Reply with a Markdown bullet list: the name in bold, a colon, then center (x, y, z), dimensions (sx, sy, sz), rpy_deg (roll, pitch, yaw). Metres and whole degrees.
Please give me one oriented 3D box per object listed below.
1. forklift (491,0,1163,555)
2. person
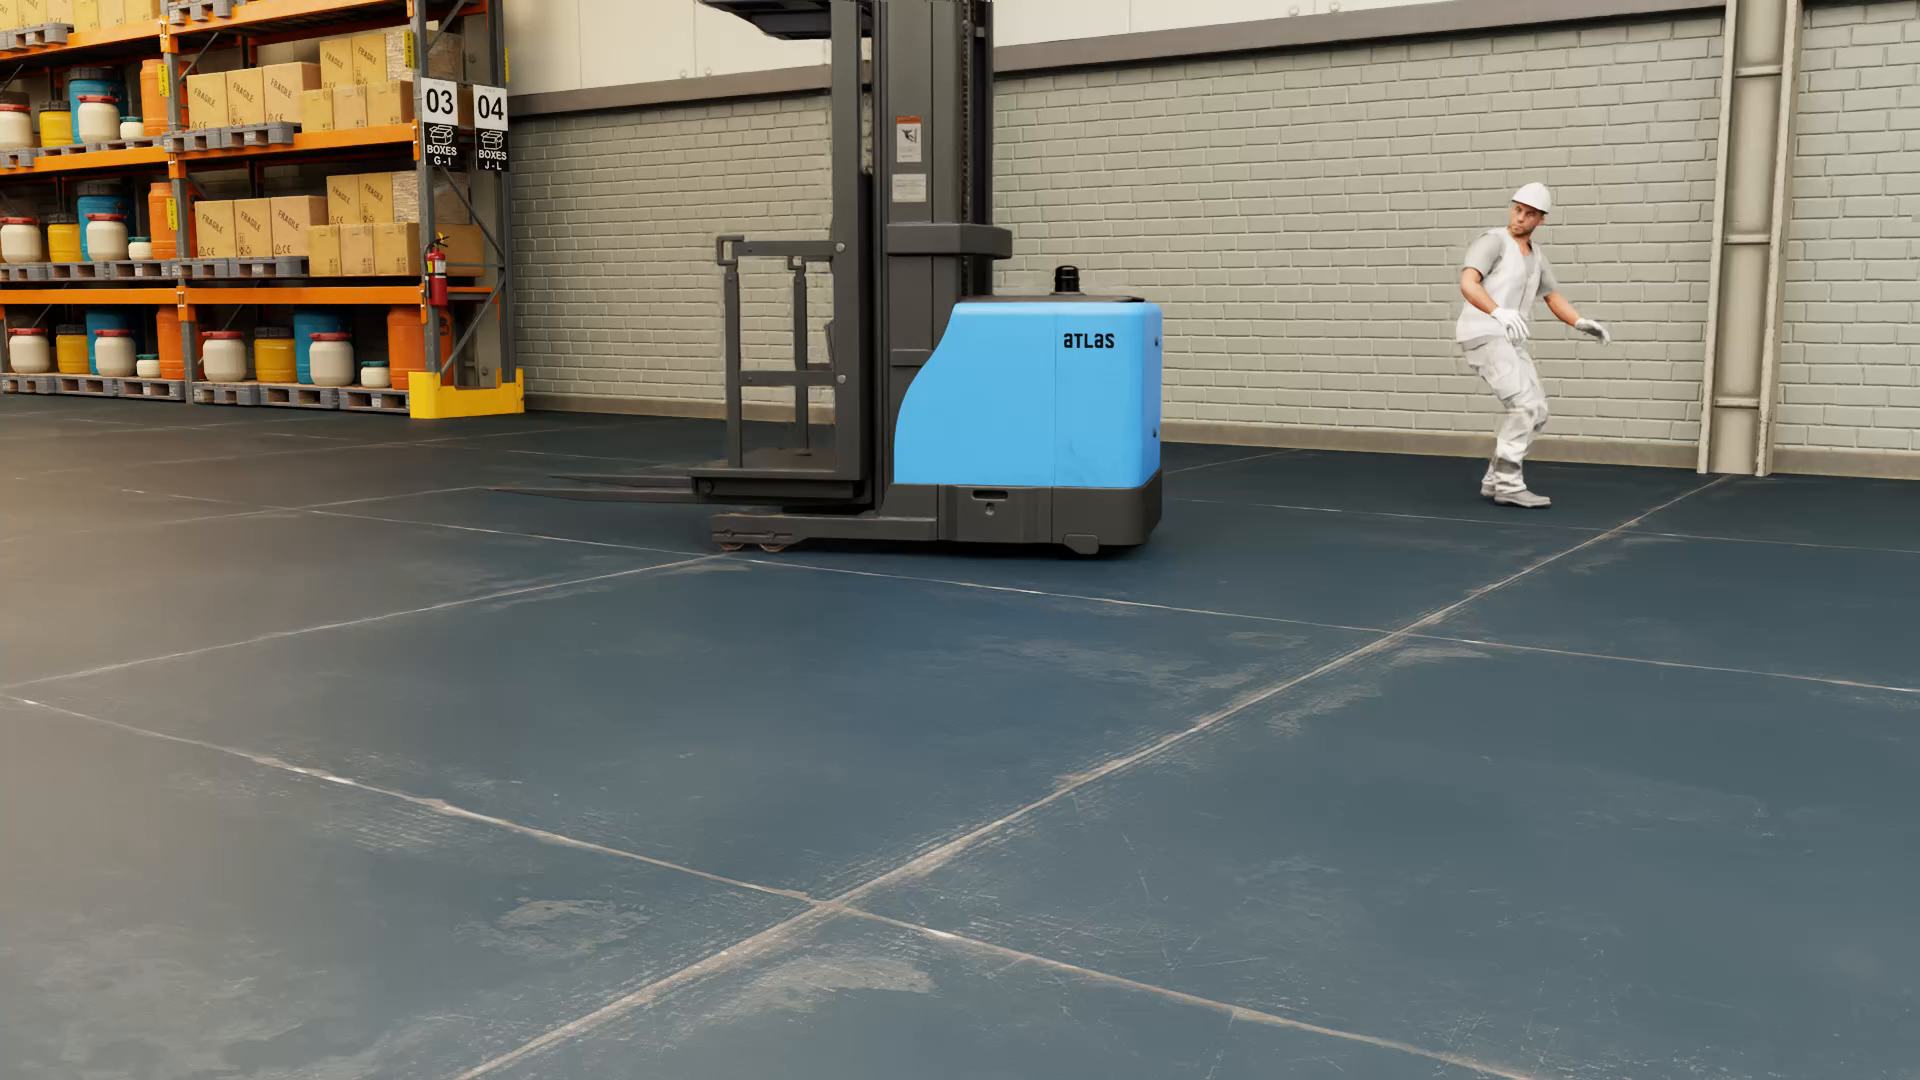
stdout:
- **forklift**: center (-0.620, -1.469, 7.525), dimensions (3.031, 2.935, 1.130), rpy_deg (2, 8, 12)
- **person**: center (3.008, -1.018, 8.820), dimensions (0.675, 1.722, 0.784), rpy_deg (7, 11, 42)
